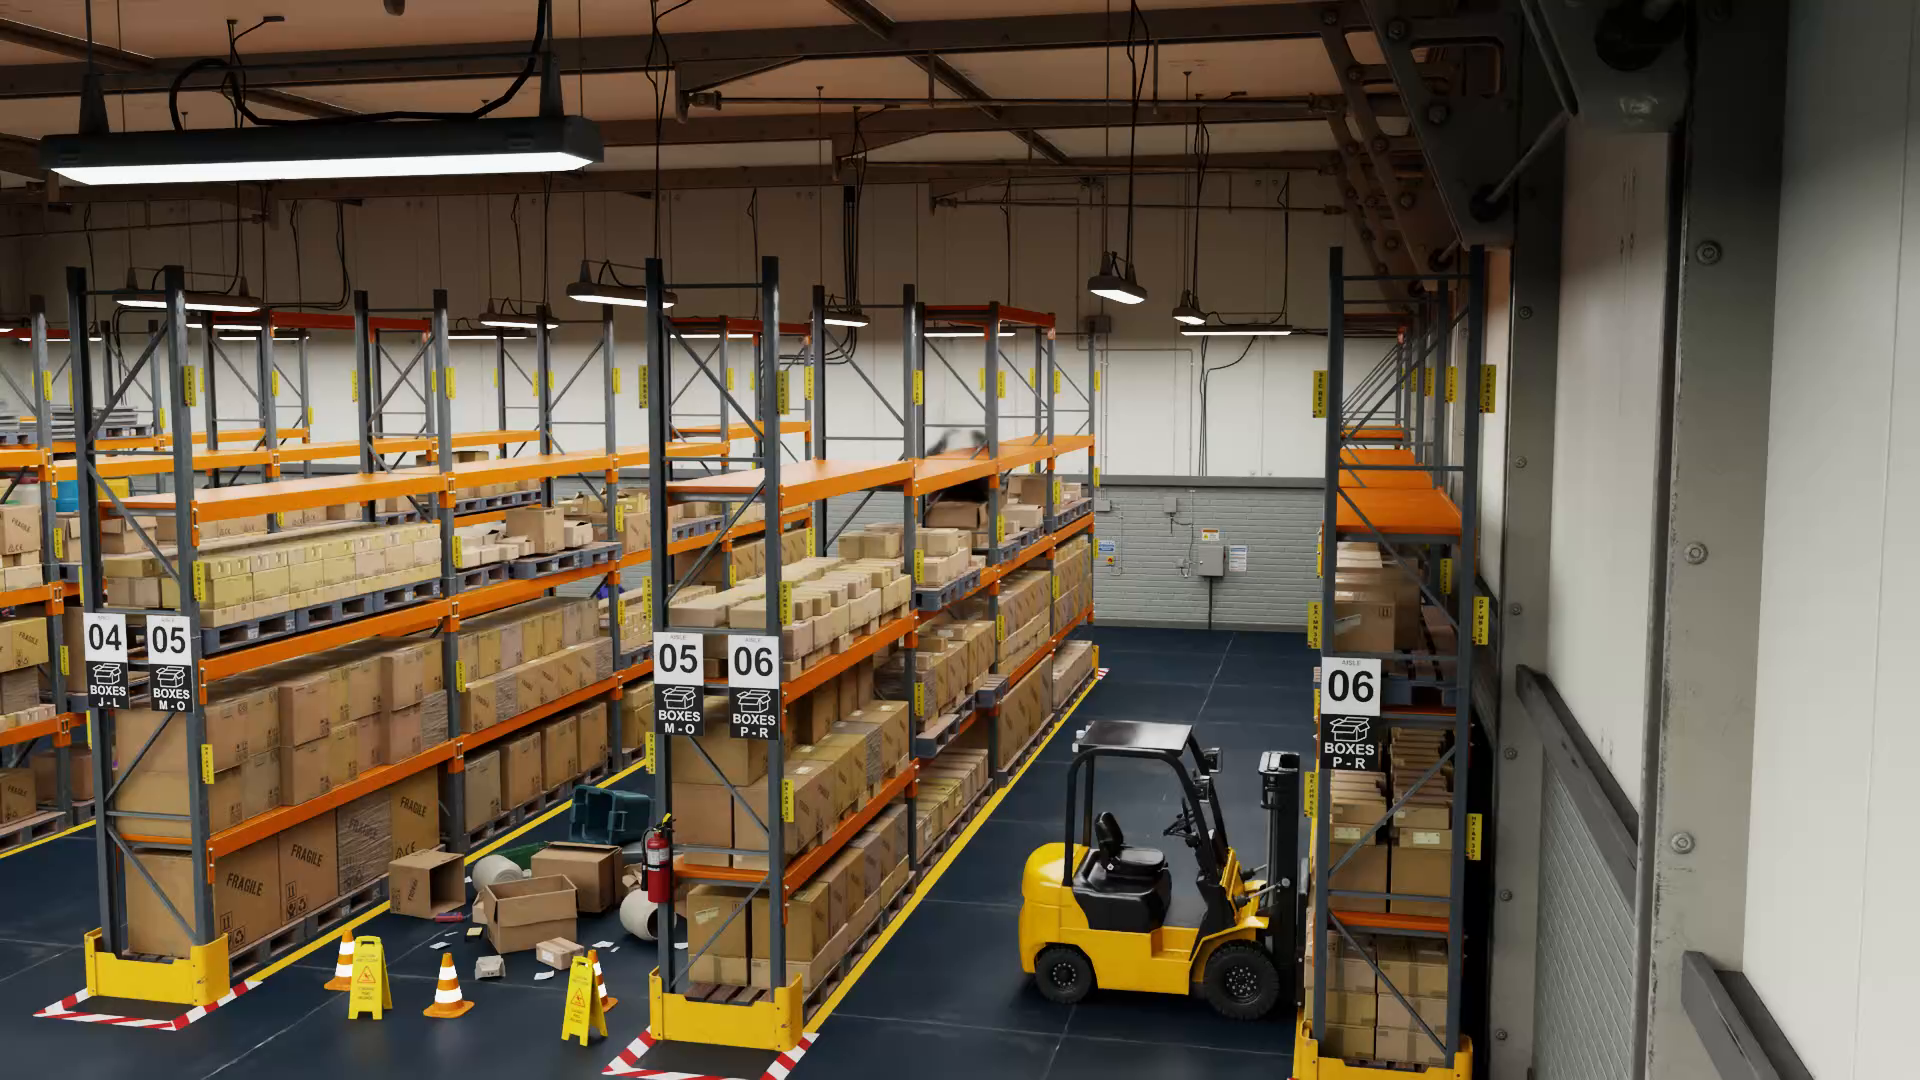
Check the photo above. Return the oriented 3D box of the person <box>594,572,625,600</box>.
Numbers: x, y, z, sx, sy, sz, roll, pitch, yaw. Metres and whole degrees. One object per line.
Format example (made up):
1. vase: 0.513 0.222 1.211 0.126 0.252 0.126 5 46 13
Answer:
1. person: -6.234 1.352 29.797 0.623 1.609 0.554 -1 6 -6

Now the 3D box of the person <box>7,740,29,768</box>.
1. person: -12.389 2.102 21.890 0.702 1.724 0.625 0 6 -2

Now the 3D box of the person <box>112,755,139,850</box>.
1. person: -8.043 2.636 16.397 0.706 1.716 0.636 0 6 -1
